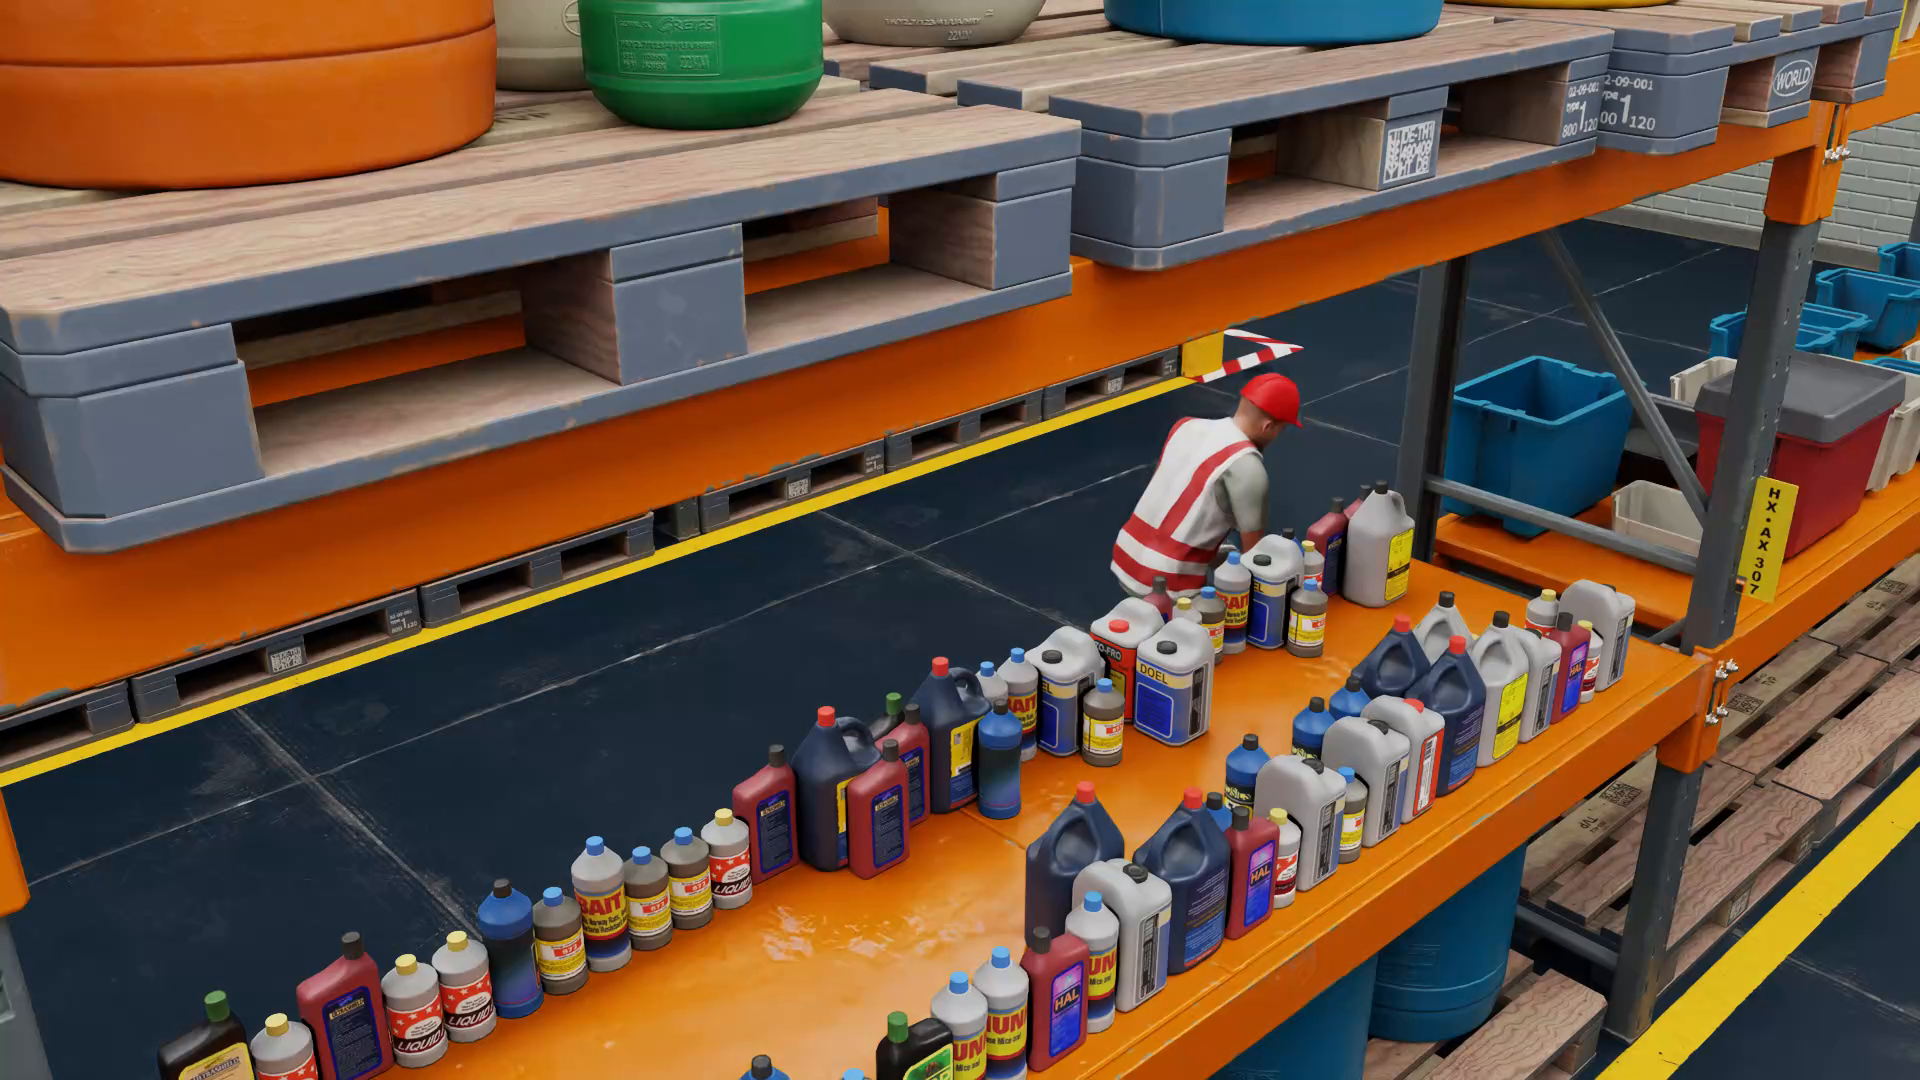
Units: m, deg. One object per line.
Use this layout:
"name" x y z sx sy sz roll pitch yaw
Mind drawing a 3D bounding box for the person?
"person" 0.902 0.123 6.152 0.711 1.501 0.581 -8 25 -17
